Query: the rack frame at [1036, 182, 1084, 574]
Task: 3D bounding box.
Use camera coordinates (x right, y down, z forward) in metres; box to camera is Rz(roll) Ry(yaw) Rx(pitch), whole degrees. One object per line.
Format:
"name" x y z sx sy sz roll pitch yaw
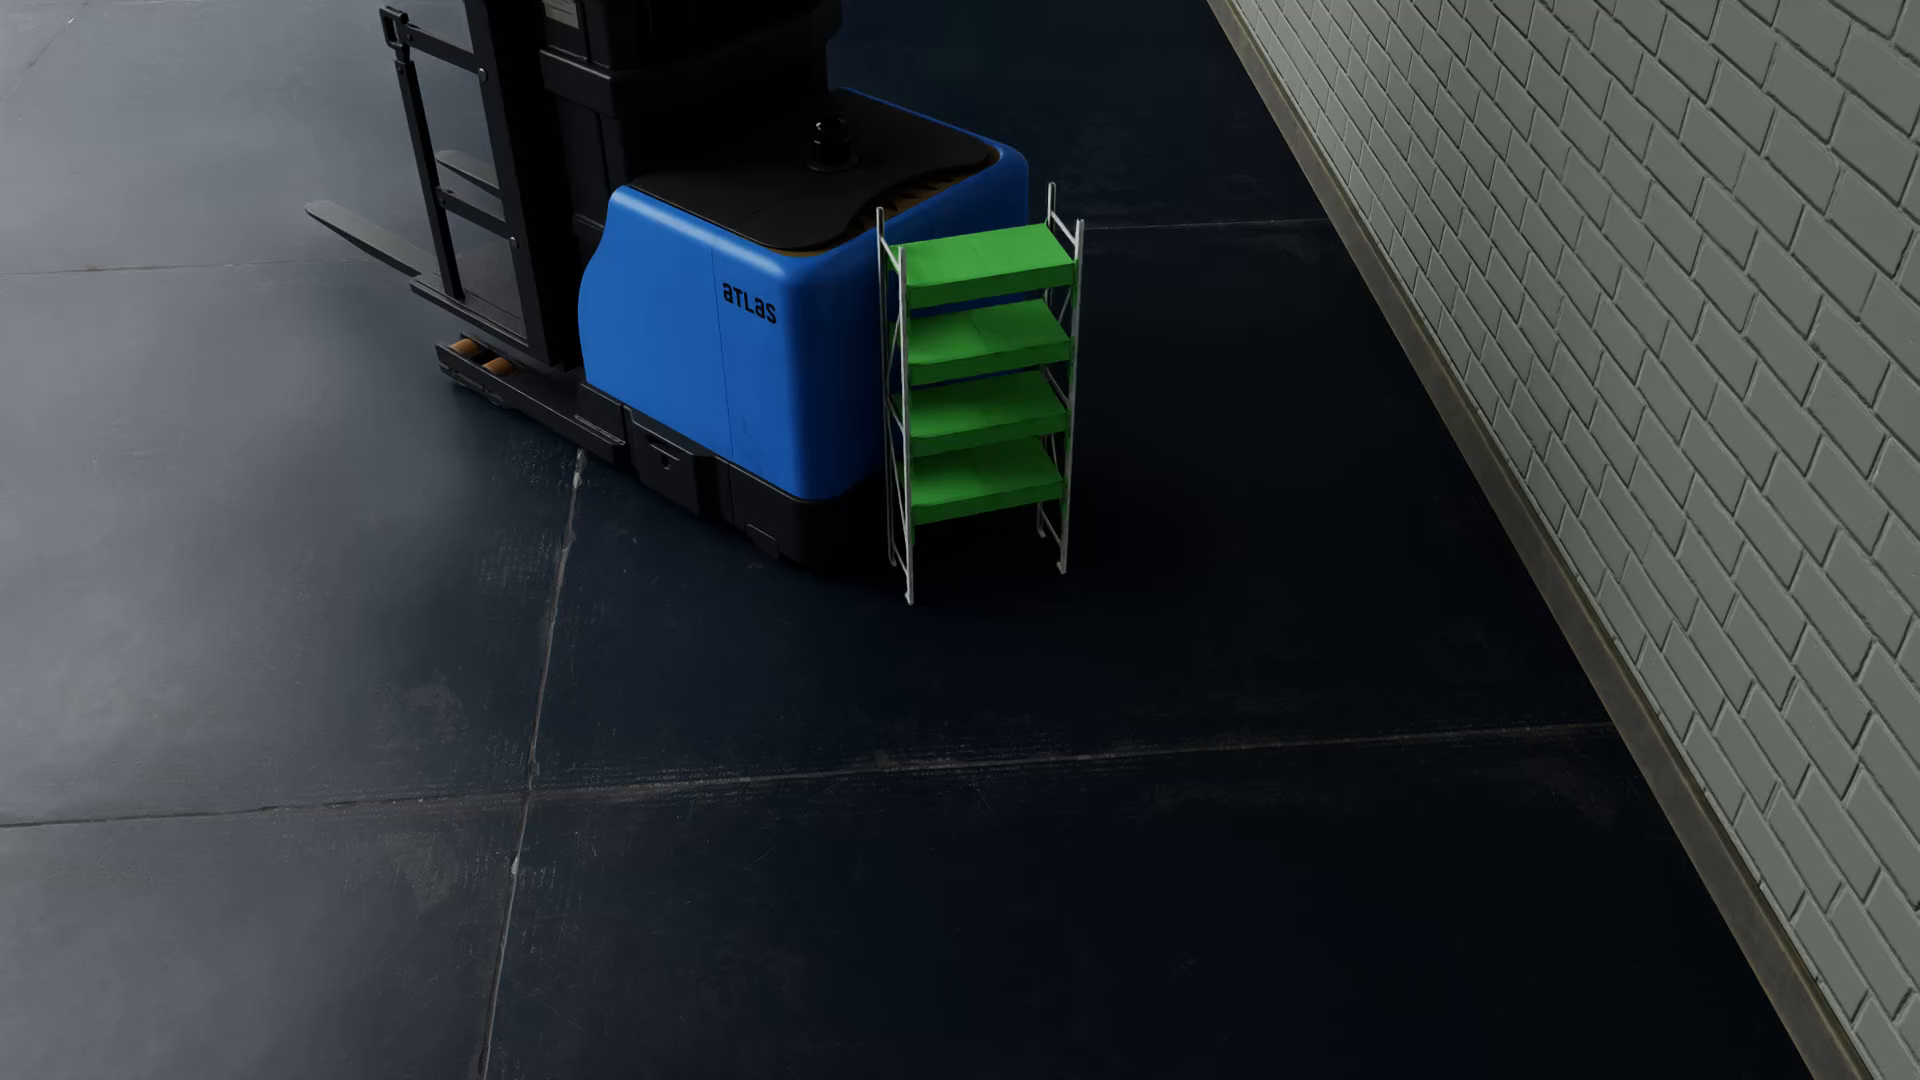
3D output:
"rack frame" 0.285 -0.437 4.836 0.015 1.200 0.240 -11 40 -13

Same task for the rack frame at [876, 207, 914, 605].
"rack frame" -0.181 -0.348 4.722 0.015 1.200 0.240 -11 40 -13

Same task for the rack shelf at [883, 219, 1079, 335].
"rack shelf" 0.052 -0.719 4.521 0.480 0.148 0.258 -11 40 -13

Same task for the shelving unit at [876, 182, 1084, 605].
"shelving unit" 0.052 -0.393 4.779 0.503 1.200 0.258 -11 40 -13

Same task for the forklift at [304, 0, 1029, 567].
"forklift" -1.224 -1.842 5.218 3.031 2.935 1.130 28 46 31

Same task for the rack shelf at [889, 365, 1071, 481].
"rack shelf" 0.052 -0.342 4.818 0.480 0.148 0.258 -11 40 -13

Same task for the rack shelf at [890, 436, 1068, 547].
"rack shelf" 0.052 -0.154 4.967 0.480 0.148 0.258 -11 40 -13

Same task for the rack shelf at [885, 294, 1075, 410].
"rack shelf" 0.052 -0.531 4.670 0.480 0.148 0.258 -11 40 -13
